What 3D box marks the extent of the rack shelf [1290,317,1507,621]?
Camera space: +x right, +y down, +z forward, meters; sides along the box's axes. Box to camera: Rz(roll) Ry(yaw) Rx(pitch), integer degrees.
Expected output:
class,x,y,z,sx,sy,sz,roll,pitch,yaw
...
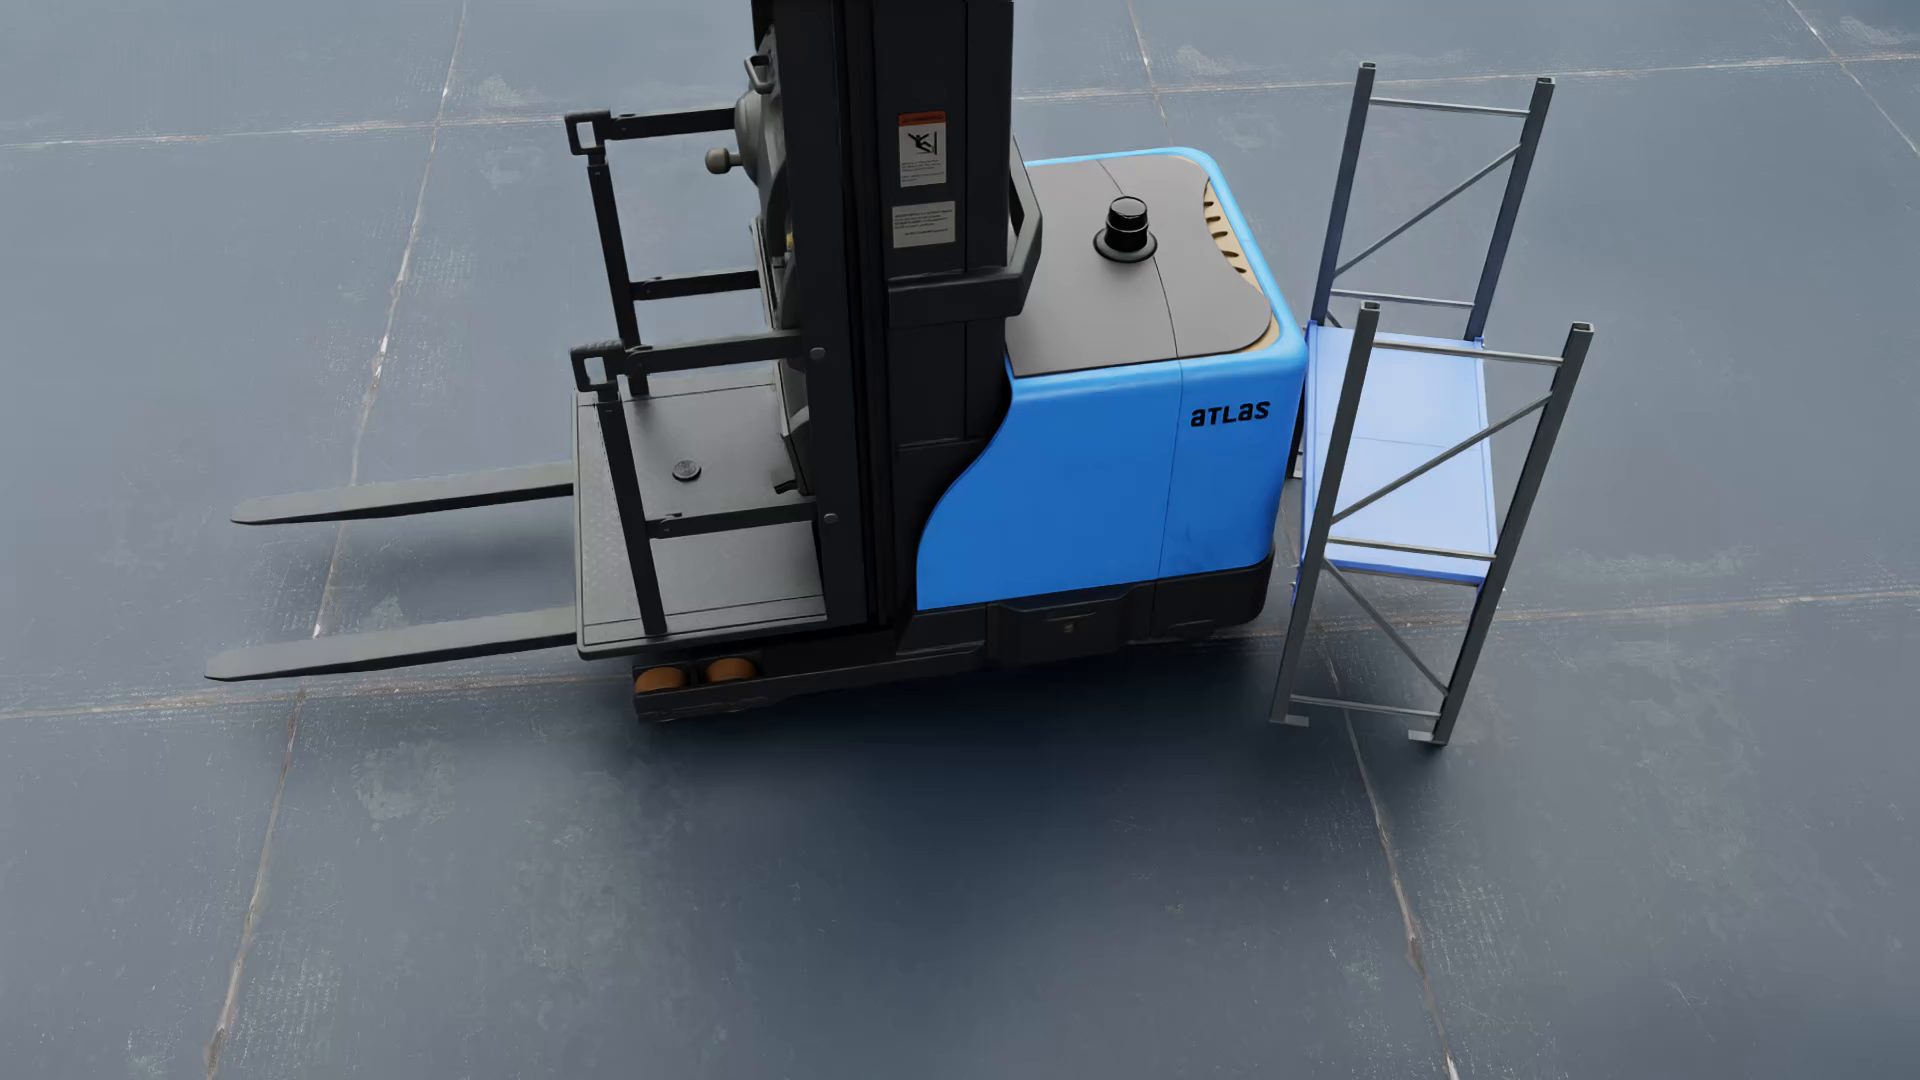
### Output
class,x,y,z,sx,sy,sz,roll,pitch,yaw
rack shelf,1.215,-0.216,4.669,0.538,0.185,1.000,7,47,6

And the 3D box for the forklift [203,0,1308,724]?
class,x,y,z,sx,sy,sz,roll,pitch,yaw
forklift,-0.654,-0.905,4.089,3.031,2.935,1.130,-7,47,-7

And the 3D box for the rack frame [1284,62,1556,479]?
class,x,y,z,sx,sy,sz,roll,pitch,yaw
rack frame,1.296,-0.704,4.884,0.500,1.500,0.032,7,47,6

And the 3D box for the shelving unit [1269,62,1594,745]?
class,x,y,z,sx,sy,sz,roll,pitch,yaw
shelving unit,1.215,-0.340,4.539,0.538,1.500,1.048,7,47,6

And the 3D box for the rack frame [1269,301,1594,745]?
class,x,y,z,sx,sy,sz,roll,pitch,yaw
rack frame,1.133,0.024,4.194,0.500,1.500,0.032,7,47,6
